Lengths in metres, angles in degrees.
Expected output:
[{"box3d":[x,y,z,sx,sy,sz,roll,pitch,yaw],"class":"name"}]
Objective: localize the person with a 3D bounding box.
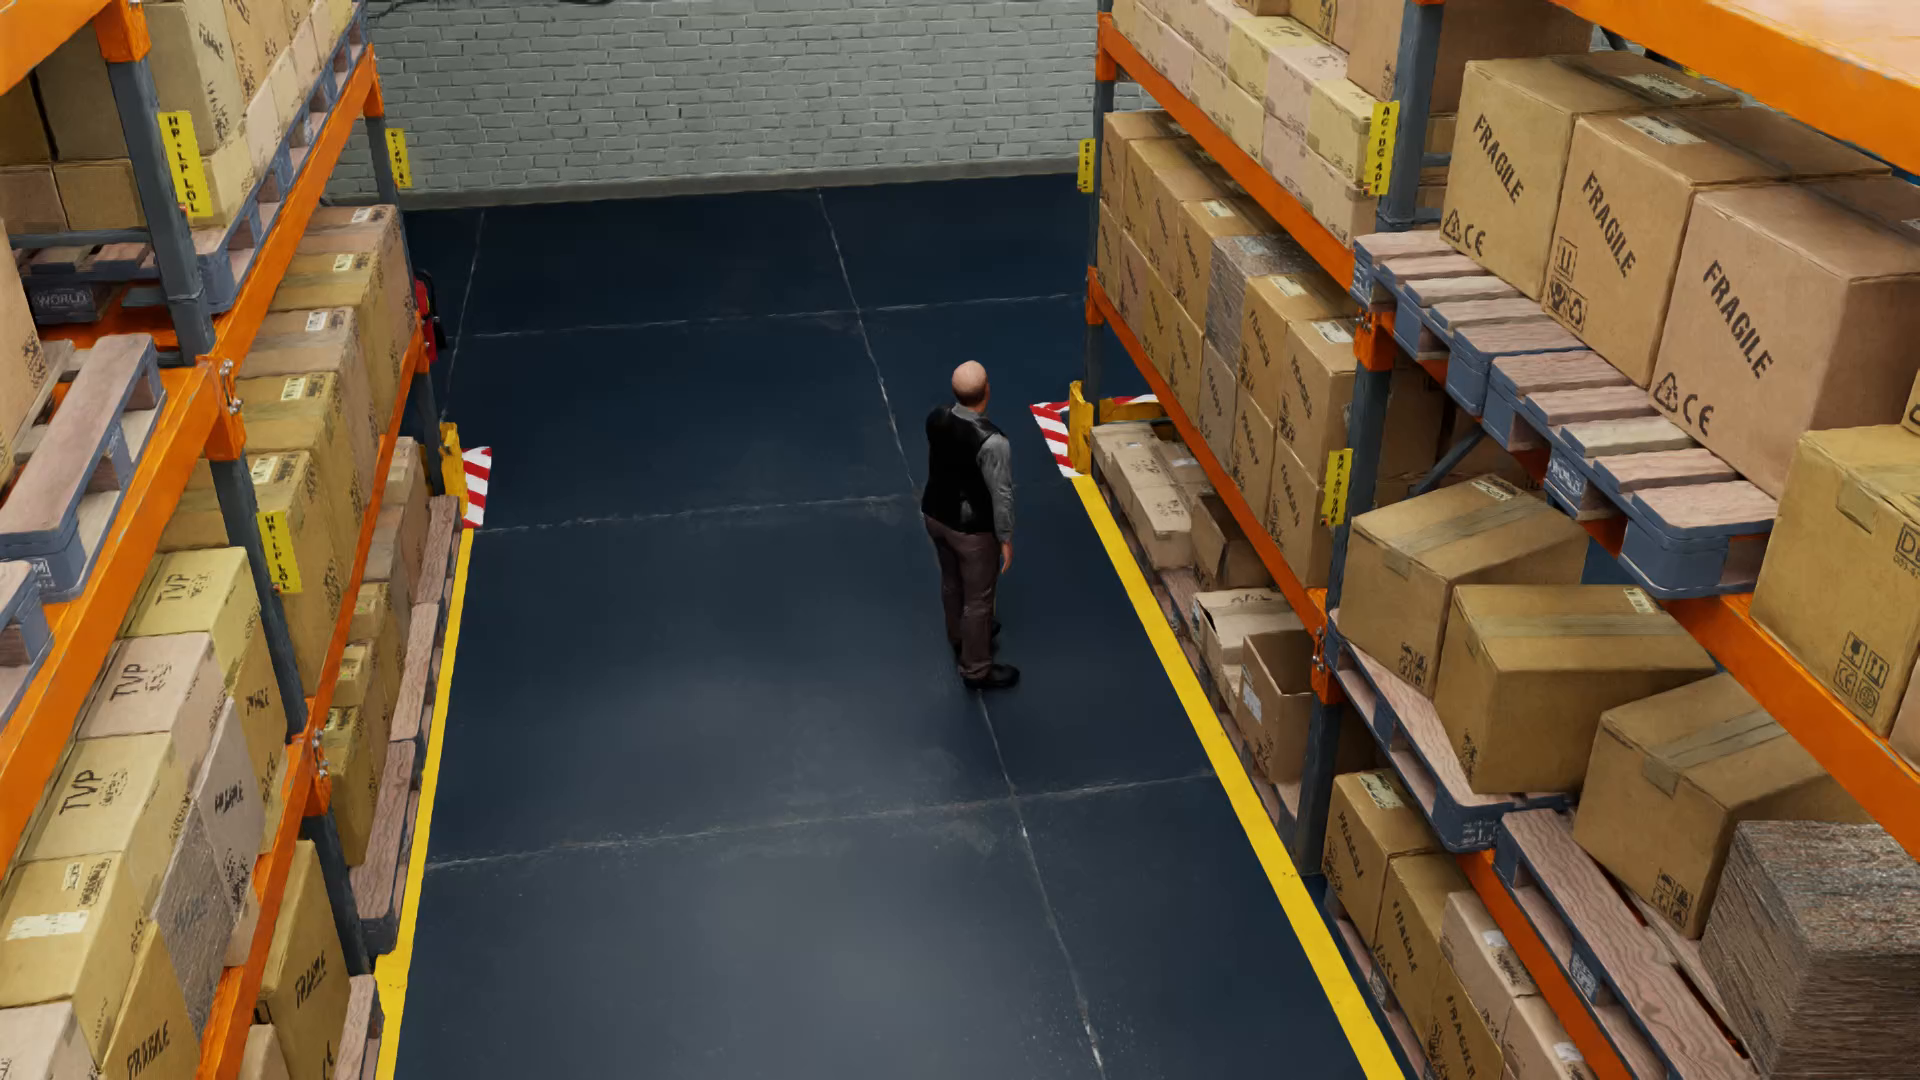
[{"box3d":[0.109,-0.097,8.285,0.514,1.730,0.582,-26,39,-37],"class":"person"}]
